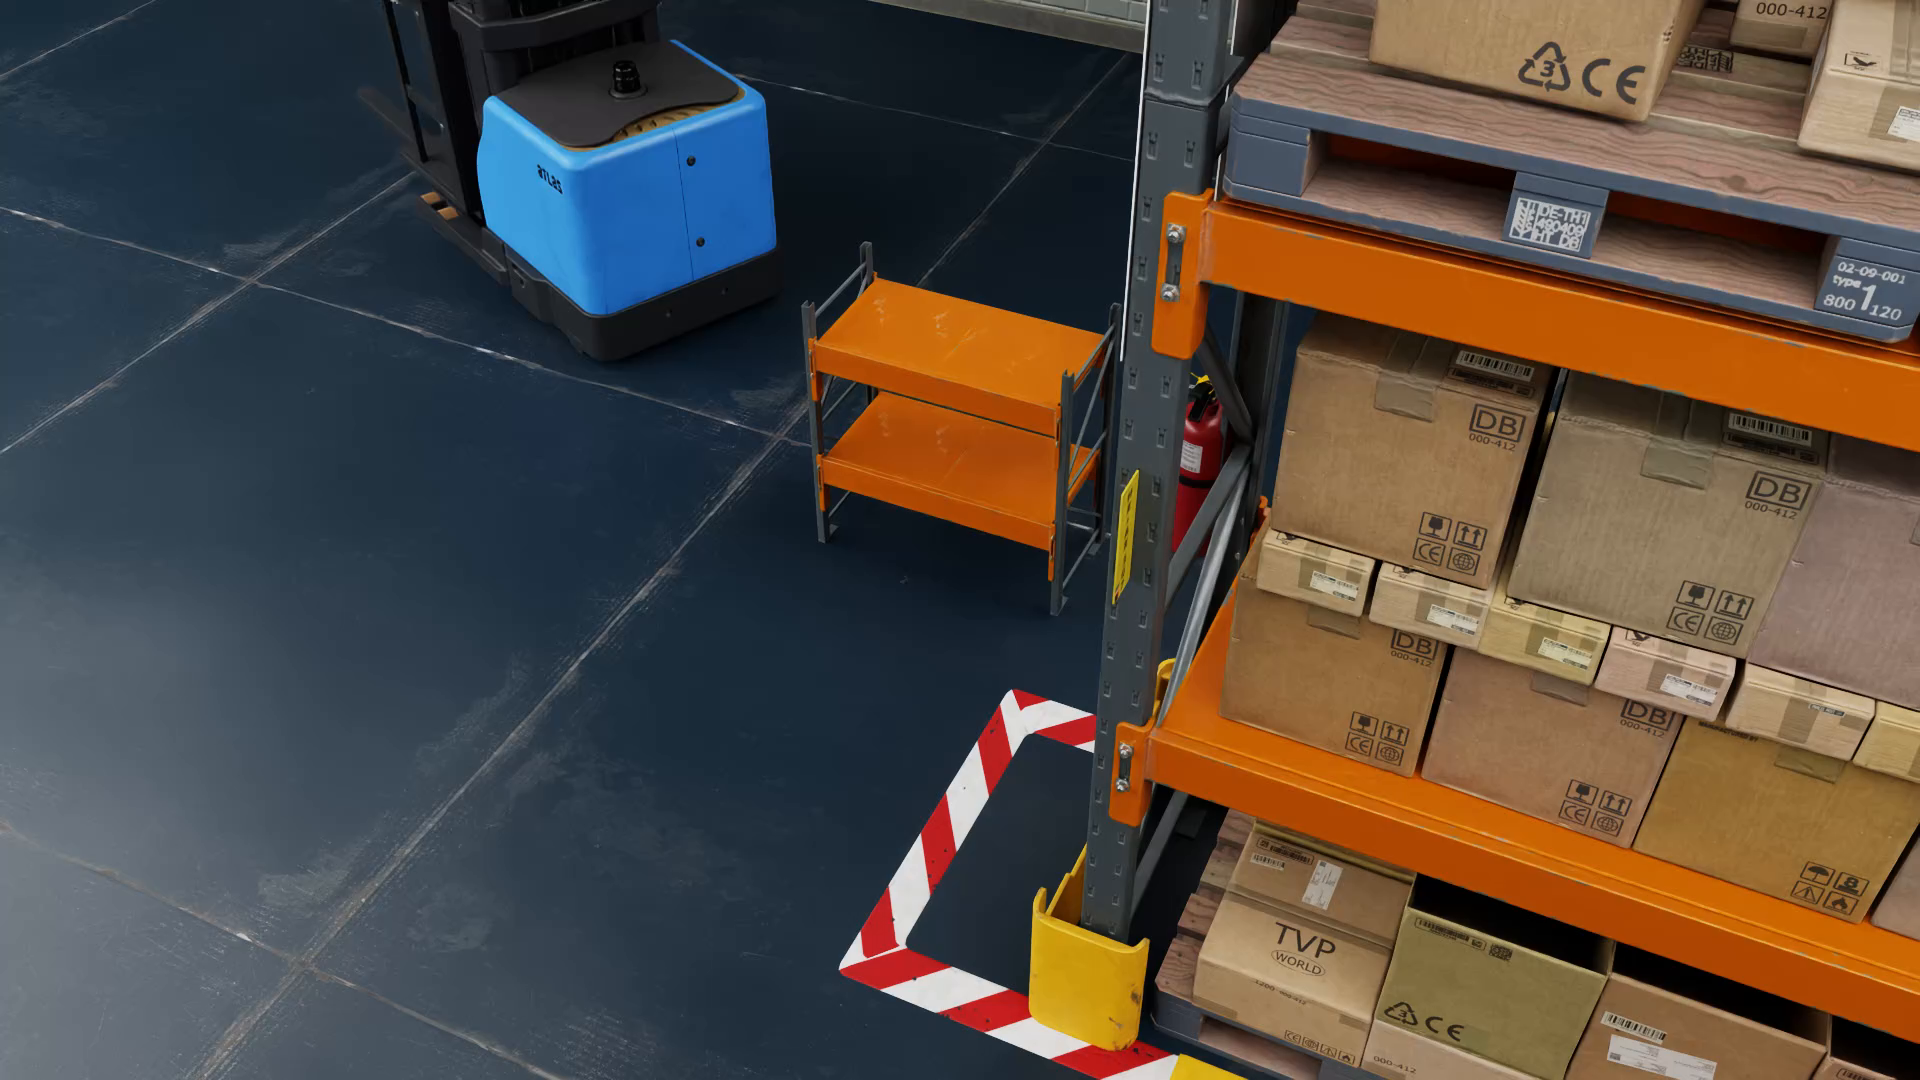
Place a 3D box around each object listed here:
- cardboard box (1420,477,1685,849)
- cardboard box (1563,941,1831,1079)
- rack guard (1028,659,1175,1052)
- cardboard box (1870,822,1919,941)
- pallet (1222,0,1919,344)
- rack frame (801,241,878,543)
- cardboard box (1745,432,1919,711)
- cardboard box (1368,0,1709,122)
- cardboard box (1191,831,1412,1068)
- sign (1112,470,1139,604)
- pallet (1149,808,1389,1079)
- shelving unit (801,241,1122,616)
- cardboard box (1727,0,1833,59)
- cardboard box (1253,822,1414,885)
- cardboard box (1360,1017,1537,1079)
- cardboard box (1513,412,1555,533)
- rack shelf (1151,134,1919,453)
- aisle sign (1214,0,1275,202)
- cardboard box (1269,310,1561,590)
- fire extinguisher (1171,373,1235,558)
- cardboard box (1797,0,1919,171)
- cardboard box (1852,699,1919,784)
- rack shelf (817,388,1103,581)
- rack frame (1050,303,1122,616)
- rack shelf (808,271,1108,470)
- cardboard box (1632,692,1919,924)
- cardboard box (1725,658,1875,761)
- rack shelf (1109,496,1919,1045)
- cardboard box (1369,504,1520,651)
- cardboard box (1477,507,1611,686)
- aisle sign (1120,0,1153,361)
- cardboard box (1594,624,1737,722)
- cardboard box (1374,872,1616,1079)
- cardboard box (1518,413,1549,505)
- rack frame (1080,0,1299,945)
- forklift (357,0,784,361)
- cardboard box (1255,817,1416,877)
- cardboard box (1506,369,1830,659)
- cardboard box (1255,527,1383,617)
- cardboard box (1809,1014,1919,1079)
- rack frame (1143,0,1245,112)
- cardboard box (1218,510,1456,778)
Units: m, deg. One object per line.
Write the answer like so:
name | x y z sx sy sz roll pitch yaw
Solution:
cardboard box | 1.508 0.267 4.075 0.500 0.500 0.700 18 44 20
cardboard box | 1.917 1.171 4.315 0.500 0.500 0.500 17 44 19
rack guard | 0.591 0.964 5.257 0.348 0.500 1.175 17 44 19
cardboard box | 2.434 0.552 3.747 0.500 0.500 0.700 18 44 20
pallet | 1.242 -0.863 3.233 1.213 0.211 1.003 17 44 19
rack frame | -0.455 -0.564 6.542 0.032 1.125 0.500 17 44 19
cardboard box | 2.014 -0.069 3.473 0.500 0.500 0.700 17 44 19
cardboard box | 1.132 -1.197 3.044 0.637 0.503 0.797 20 45 22
cardboard box | 1.005 1.187 4.870 0.500 0.250 0.500 17 44 19
sign | 0.372 -0.004 3.743 0.005 0.325 0.100 17 44 19
pallet | 1.323 1.266 5.128 1.213 0.211 1.003 17 44 19
shelving unit | 0.006 -0.423 6.379 1.048 1.125 0.538 17 44 19
cardboard box | 1.768 -1.100 3.126 0.500 0.250 0.500 17 44 19
cardboard box | 1.223 0.879 5.224 0.500 0.250 0.500 17 44 19
cardboard box | 1.459 1.323 4.712 0.500 0.250 0.500 17 44 19
cardboard box | 1.509 -0.122 4.029 0.250 0.149 0.380 16 44 18
rack shelf | 2.425 -0.282 3.044 4.000 0.370 1.077 17 44 19
aisle sign | 0.677 -1.149 3.801 0.004 0.787 0.394 17 44 19
cardboard box | 1.078 -0.351 3.798 0.500 0.500 0.700 17 44 19
fire extinguisher | 0.702 -0.254 4.811 0.183 0.674 0.296 17 44 19
cardboard box | 1.604 -0.794 2.850 0.250 0.149 0.380 17 44 19
cardboard box | 2.045 0.335 3.502 0.250 0.149 0.380 16 44 18
rack shelf | 0.006 -0.238 6.540 1.000 0.278 0.538 17 44 19
rack frame | 0.467 -0.282 6.217 0.032 1.125 0.500 17 44 19
rack shelf | 0.006 -0.644 6.188 1.000 0.278 0.538 17 44 19
cardboard box | 1.956 0.408 3.912 0.500 0.500 0.700 17 44 19
cardboard box | 1.813 0.264 3.583 0.250 0.149 0.380 16 43 17
rack shelf | 2.425 0.851 4.027 4.000 0.370 1.077 17 44 19
cardboard box | 1.118 0.051 3.830 0.250 0.149 0.380 16 43 18
cardboard box | 1.343 0.121 3.749 0.250 0.149 0.380 17 44 19
aisle sign | 0.424 -0.793 3.390 0.004 0.787 0.394 17 44 19
cardboard box | 1.571 0.192 3.667 0.250 0.149 0.380 16 44 18
cardboard box | 1.458 1.041 4.465 0.500 0.500 0.500 17 44 19
cardboard box | 1.277 -0.193 4.111 0.250 0.149 0.380 18 44 20
rack frame | 0.613 0.026 4.430 0.127 3.000 1.000 17 44 19
forklift | -2.170 -2.827 7.774 1.130 2.935 3.031 -28 48 -28
cardboard box | 1.224 0.595 4.980 0.500 0.500 0.500 17 44 19
cardboard box | 1.557 -0.208 3.633 0.500 0.500 0.700 16 43 18
cardboard box | 0.877 -0.021 3.912 0.250 0.149 0.380 17 44 18
cardboard box | 2.363 1.320 4.143 0.500 0.500 0.500 17 44 19
rack frame | 0.613 -2.241 2.465 0.127 3.000 1.000 17 44 19
cardboard box | 1.030 0.125 4.239 0.500 0.500 0.700 17 44 19
